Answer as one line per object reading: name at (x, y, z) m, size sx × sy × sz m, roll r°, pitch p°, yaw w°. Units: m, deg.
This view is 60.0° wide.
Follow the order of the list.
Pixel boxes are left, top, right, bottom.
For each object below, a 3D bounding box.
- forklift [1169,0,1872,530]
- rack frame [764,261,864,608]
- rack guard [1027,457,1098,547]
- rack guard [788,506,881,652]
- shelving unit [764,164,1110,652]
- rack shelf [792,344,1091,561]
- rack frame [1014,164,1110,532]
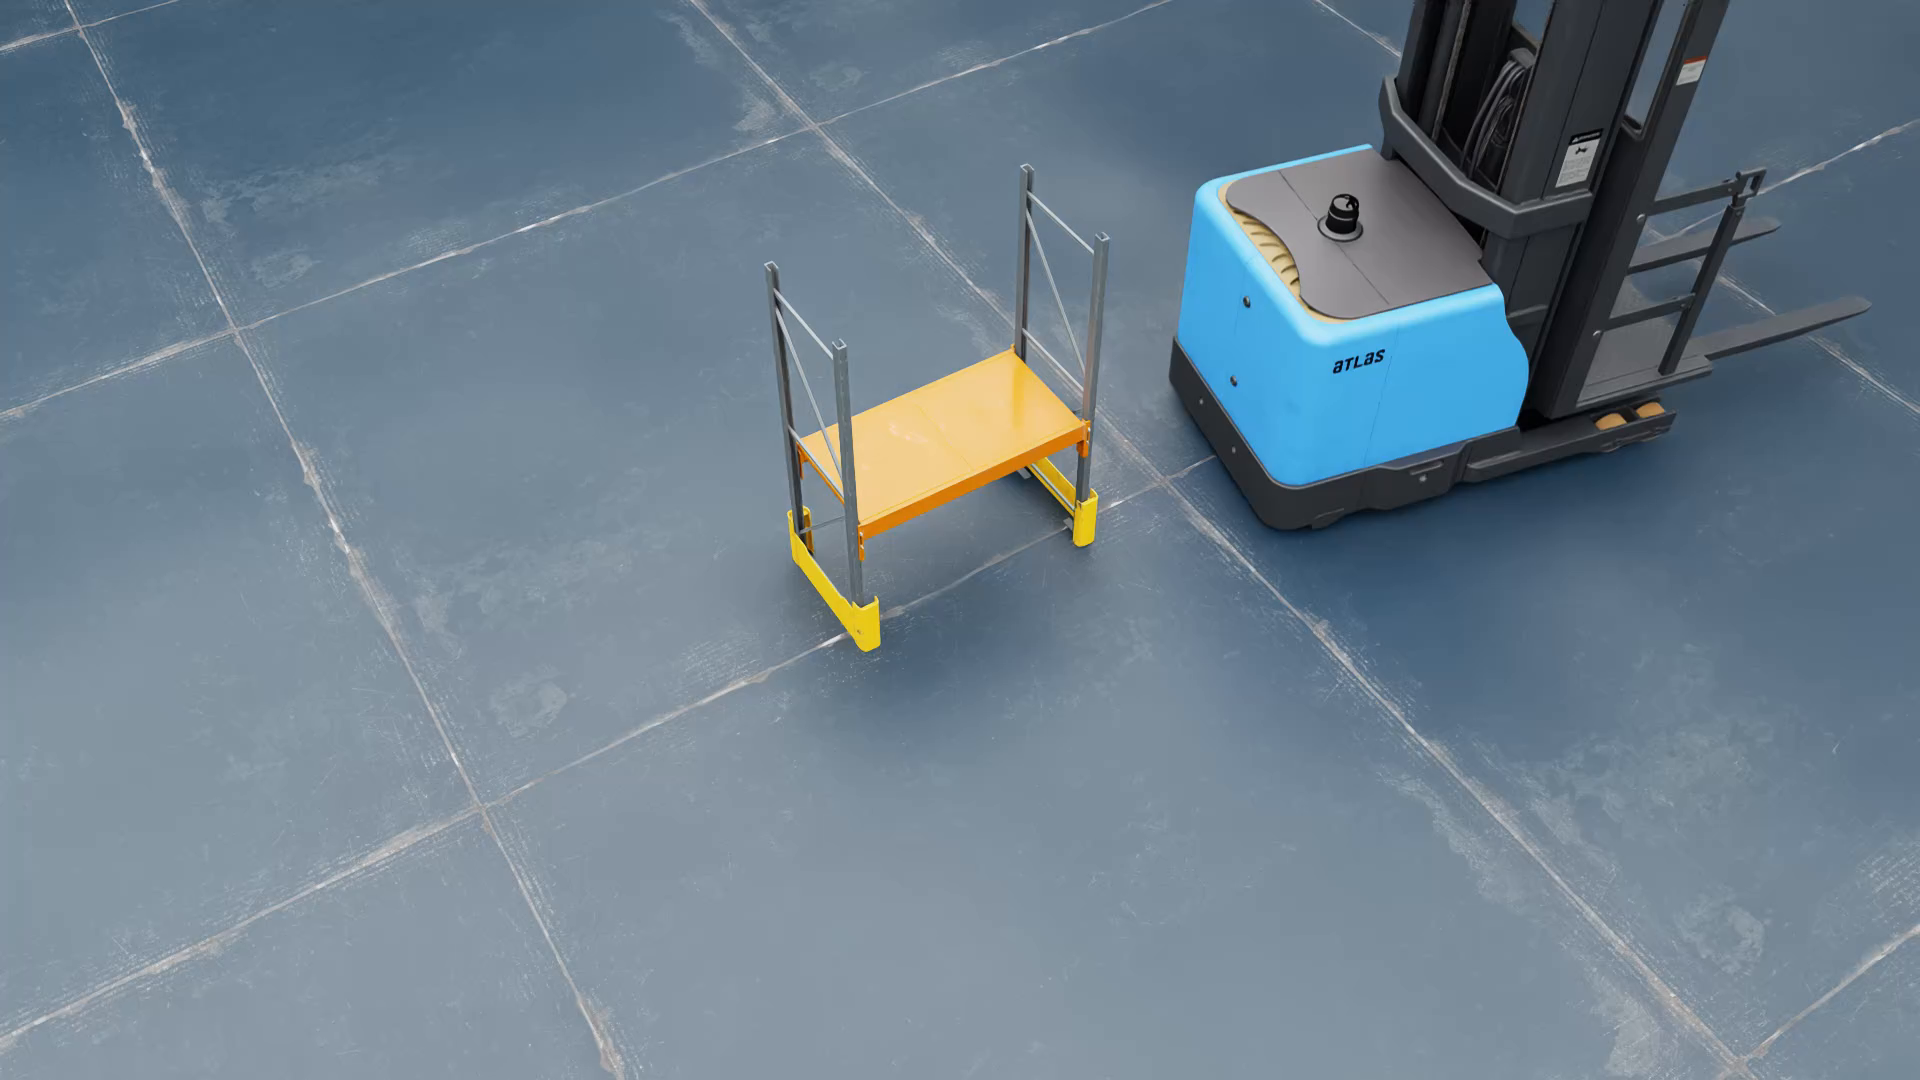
forklift at (2.480, -1.702, 6.248) m, size 3.031 × 2.935 × 1.130 m, roll -15°, pitch 50°, yaw -13°
rack frame at (-0.502, -0.262, 5.925) m, size 0.032 × 1.500 × 0.500 m, roll -25°, pitch 53°, yaw -21°
rack guard at (0.357, -0.251, 6.752) m, size 0.087 × 0.250 × 0.587 m, roll -25°, pitch 53°, yaw -21°
rack guard at (-0.486, 0.146, 6.398) m, size 0.087 × 0.250 × 0.587 m, roll -25°, pitch 53°, yaw -21°
shelving unit at (-0.064, -0.468, 6.108) m, size 1.083 × 1.500 × 0.587 m, roll -25°, pitch 53°, yaw -21°
rack shelf at (-0.072, -0.345, 6.239) m, size 1.000 × 0.185 × 0.538 m, roll -25°, pitch 53°, yaw -21°
rack frame at (0.358, -0.667, 6.285) m, size 0.032 × 1.500 × 0.500 m, roll -25°, pitch 53°, yaw -21°
